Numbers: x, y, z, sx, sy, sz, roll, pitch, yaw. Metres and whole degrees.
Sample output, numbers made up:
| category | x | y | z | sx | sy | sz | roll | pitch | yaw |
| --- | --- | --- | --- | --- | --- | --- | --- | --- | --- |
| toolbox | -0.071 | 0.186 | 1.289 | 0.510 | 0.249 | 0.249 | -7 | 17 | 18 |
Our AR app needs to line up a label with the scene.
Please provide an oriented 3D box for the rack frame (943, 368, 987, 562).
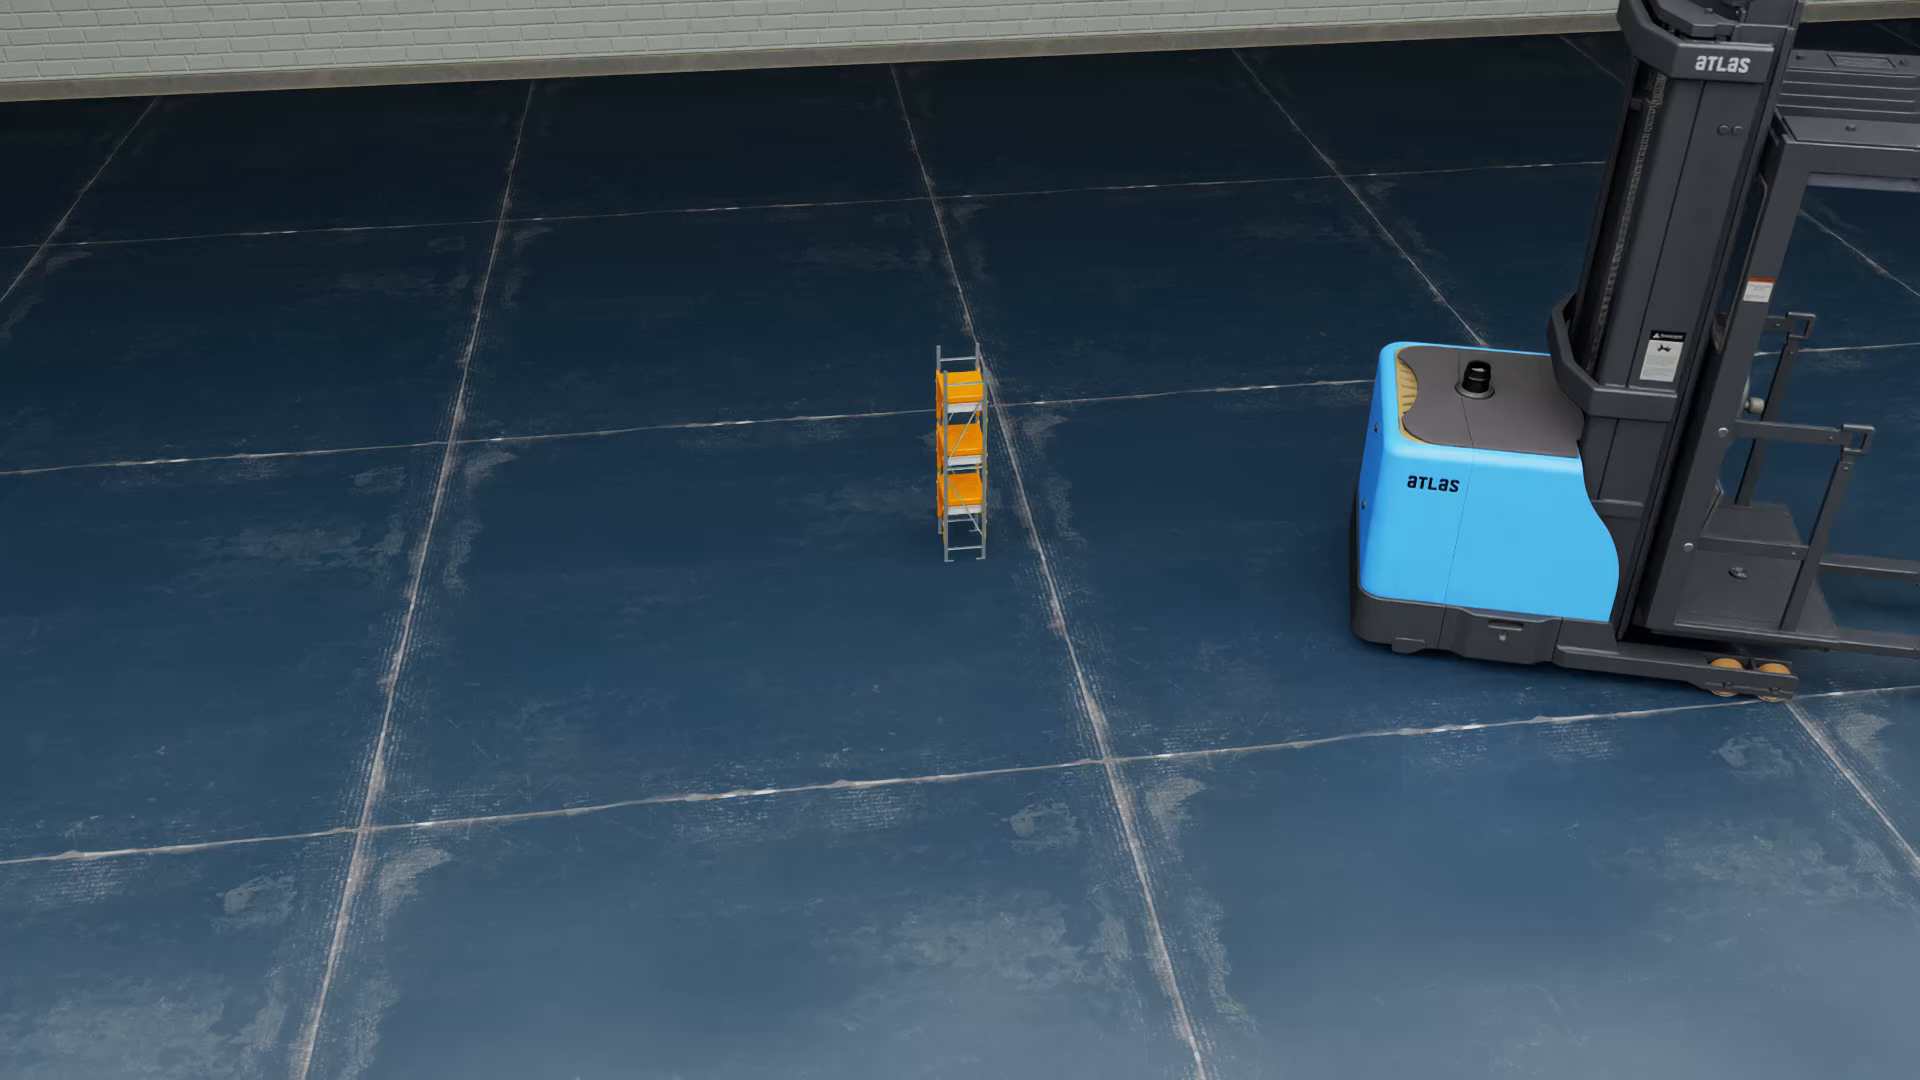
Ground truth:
| category | x | y | z | sx | sy | sz | roll | pitch | yaw |
| --- | --- | --- | --- | --- | --- | --- | --- | --- | --- |
| rack frame | 0.024 | -0.336 | 7.811 | 0.200 | 1.050 | 0.008 | -4 | 35 | -6 |

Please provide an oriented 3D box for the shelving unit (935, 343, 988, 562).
| category | x | y | z | sx | sy | sz | roll | pitch | yaw |
| --- | --- | --- | --- | --- | --- | --- | --- | --- | --- |
| shelving unit | 0.007 | -0.404 | 7.911 | 0.215 | 1.050 | 0.252 | -4 | 35 | -6 |

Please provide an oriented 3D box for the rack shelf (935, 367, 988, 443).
| category | x | y | z | sx | sy | sz | roll | pitch | yaw |
| --- | --- | --- | --- | --- | --- | --- | --- | --- | --- |
| rack shelf | 0.007 | -0.630 | 7.757 | 0.215 | 0.259 | 0.240 | -4 | 35 | -6 |

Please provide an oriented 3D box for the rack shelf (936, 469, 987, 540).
| category | x | y | z | sx | sy | sz | roll | pitch | yaw |
| --- | --- | --- | --- | --- | --- | --- | --- | --- | --- |
| rack shelf | 0.007 | -0.166 | 8.073 | 0.215 | 0.259 | 0.240 | -4 | 35 | -6 |

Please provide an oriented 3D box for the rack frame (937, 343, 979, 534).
| category | x | y | z | sx | sy | sz | roll | pitch | yaw |
| --- | --- | --- | --- | --- | --- | --- | --- | --- | --- |
| rack frame | -0.009 | -0.472 | 8.010 | 0.200 | 1.050 | 0.008 | -4 | 35 | -6 |

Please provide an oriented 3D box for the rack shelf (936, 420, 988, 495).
| category | x | y | z | sx | sy | sz | roll | pitch | yaw |
| --- | --- | --- | --- | --- | --- | --- | --- | --- | --- |
| rack shelf | 0.007 | -0.395 | 7.916 | 0.215 | 0.259 | 0.240 | -4 | 35 | -6 |

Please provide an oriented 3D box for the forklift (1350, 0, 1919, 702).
| category | x | y | z | sx | sy | sz | roll | pitch | yaw |
| --- | --- | --- | --- | --- | --- | --- | --- | --- | --- |
| forklift | 3.339 | -0.835 | 6.873 | 3.031 | 2.935 | 1.130 | 6 | 35 | 9 |
